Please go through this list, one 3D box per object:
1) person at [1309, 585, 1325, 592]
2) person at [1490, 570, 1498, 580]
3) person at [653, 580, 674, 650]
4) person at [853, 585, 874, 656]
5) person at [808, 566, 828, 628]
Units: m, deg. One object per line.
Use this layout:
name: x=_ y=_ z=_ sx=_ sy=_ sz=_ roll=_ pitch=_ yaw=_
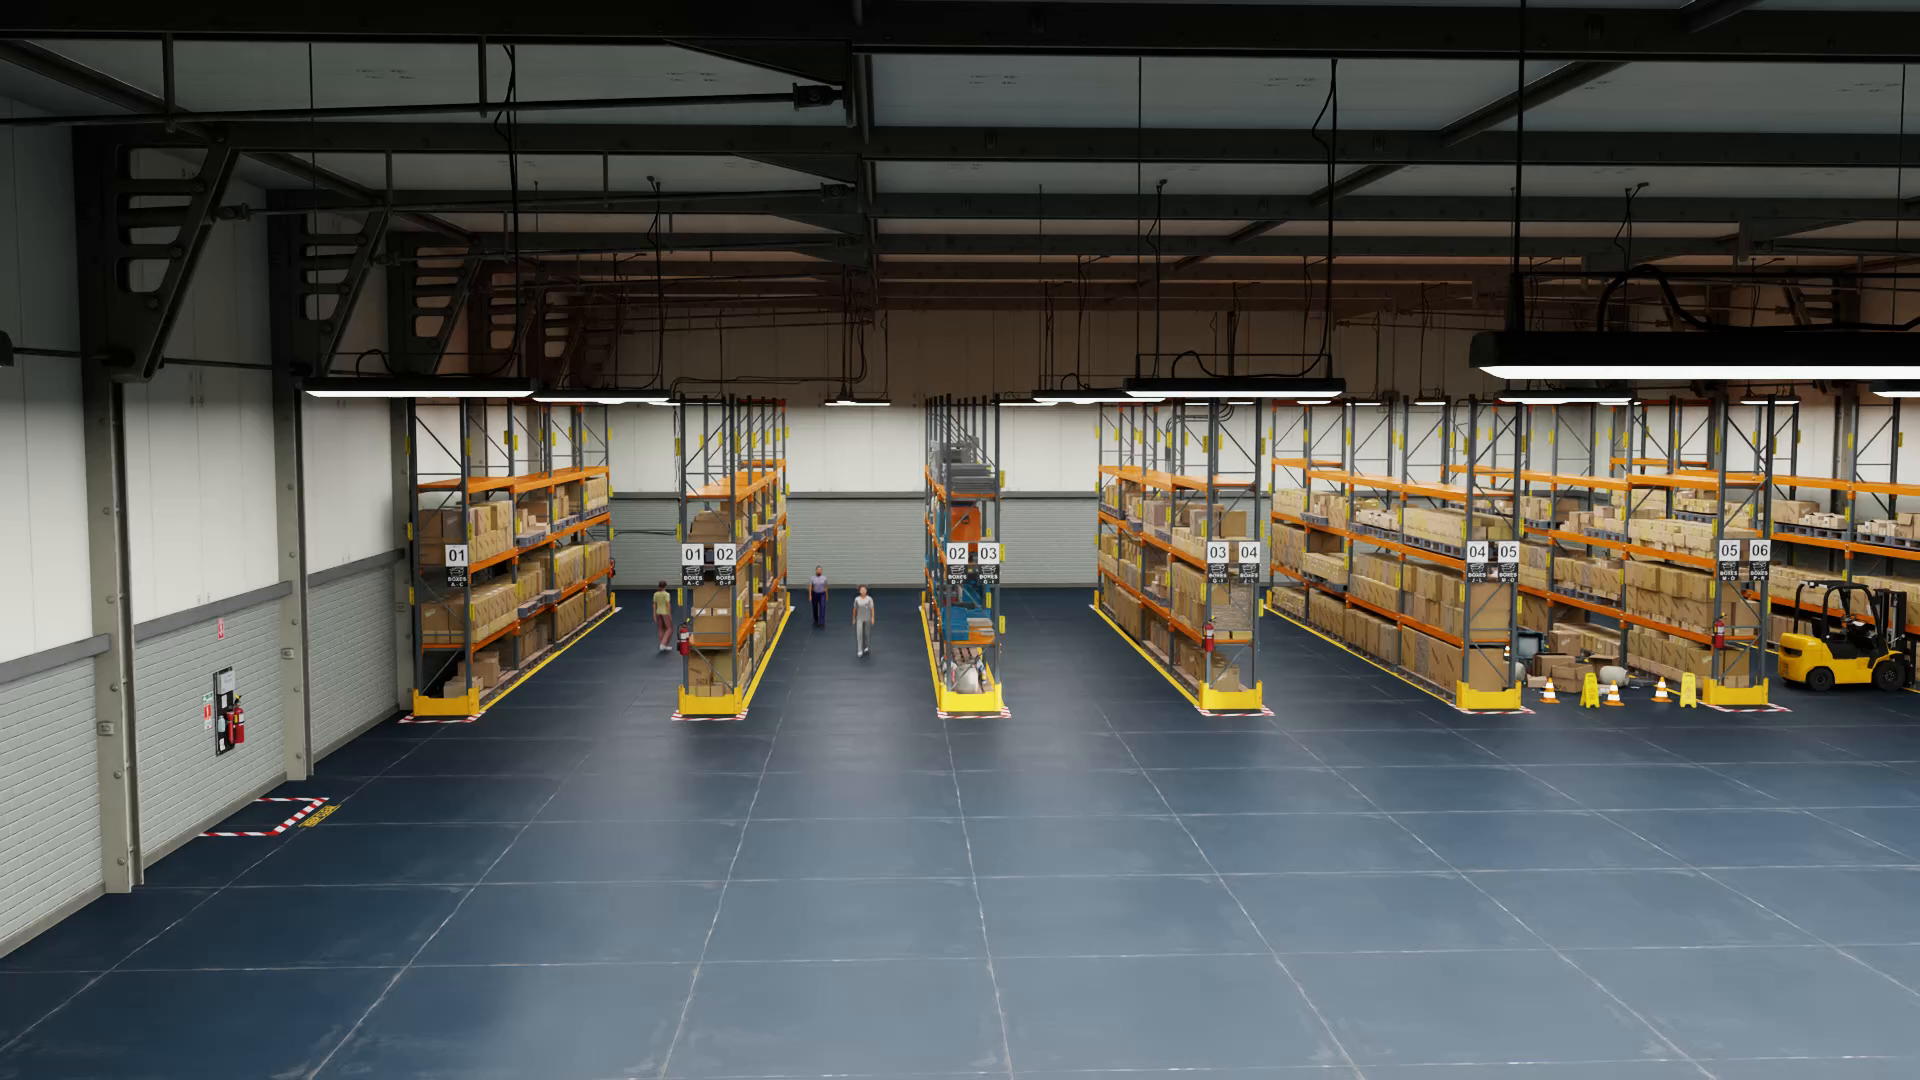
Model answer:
person: x=10.800 y=0.955 z=50.523 sx=1.001 sy=1.543 sz=0.434 roll=3 pitch=5 yaw=31
person: x=13.096 y=1.631 z=40.580 sx=0.569 sy=1.773 sz=0.463 roll=-3 pitch=6 yaw=-35
person: x=-7.036 y=1.842 z=39.346 sx=0.490 sy=1.560 sz=0.507 roll=2 pitch=5 yaw=23
person: x=-2.242 y=1.852 z=38.604 sx=0.509 sy=1.603 sz=1.064 roll=0 pitch=5 yaw=-2
person: x=-3.721 y=1.475 z=43.584 sx=0.510 sy=1.584 sz=1.053 roll=0 pitch=5 yaw=-4
